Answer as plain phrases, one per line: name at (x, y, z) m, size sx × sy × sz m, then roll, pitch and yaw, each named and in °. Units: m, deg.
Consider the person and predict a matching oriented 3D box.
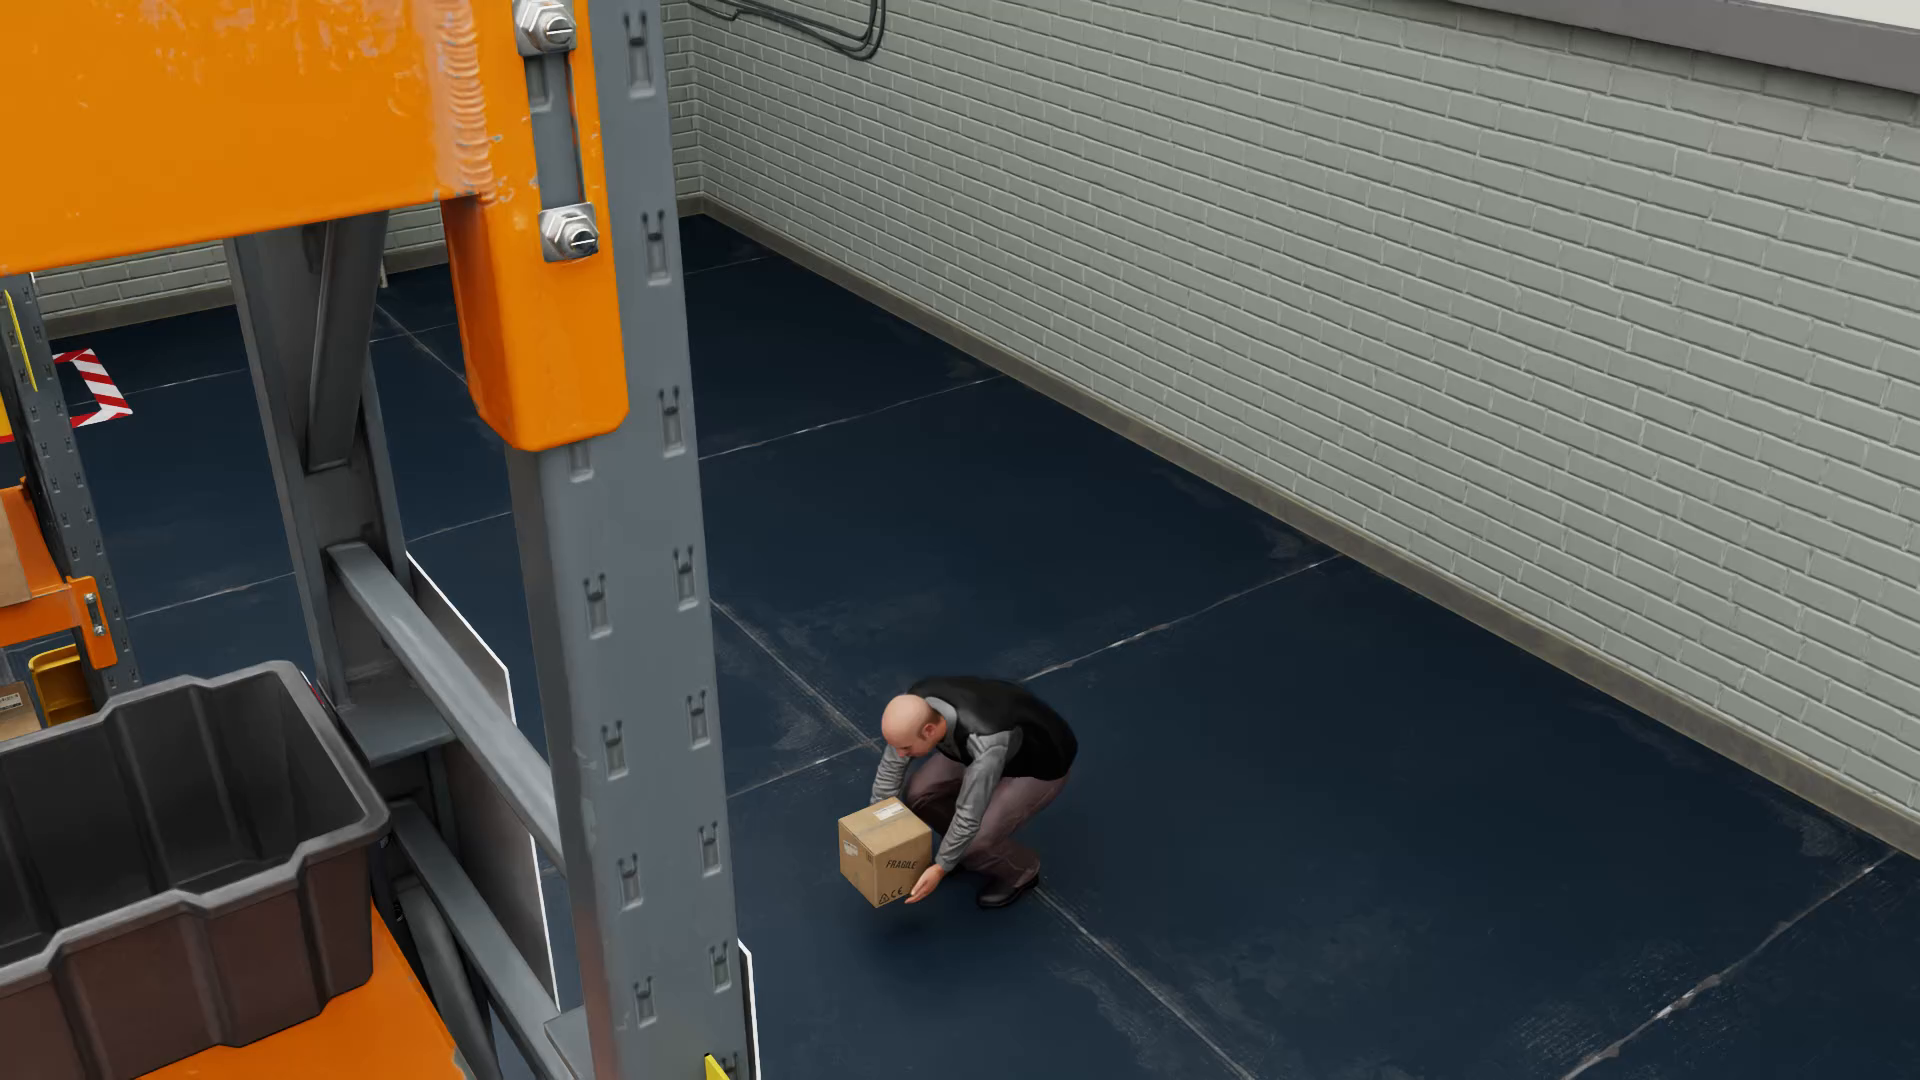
person at (0.048, 0.904, 6.216) m, size 0.855 × 1.025 × 0.543 m, roll -19°, pitch 34°, yaw -31°
